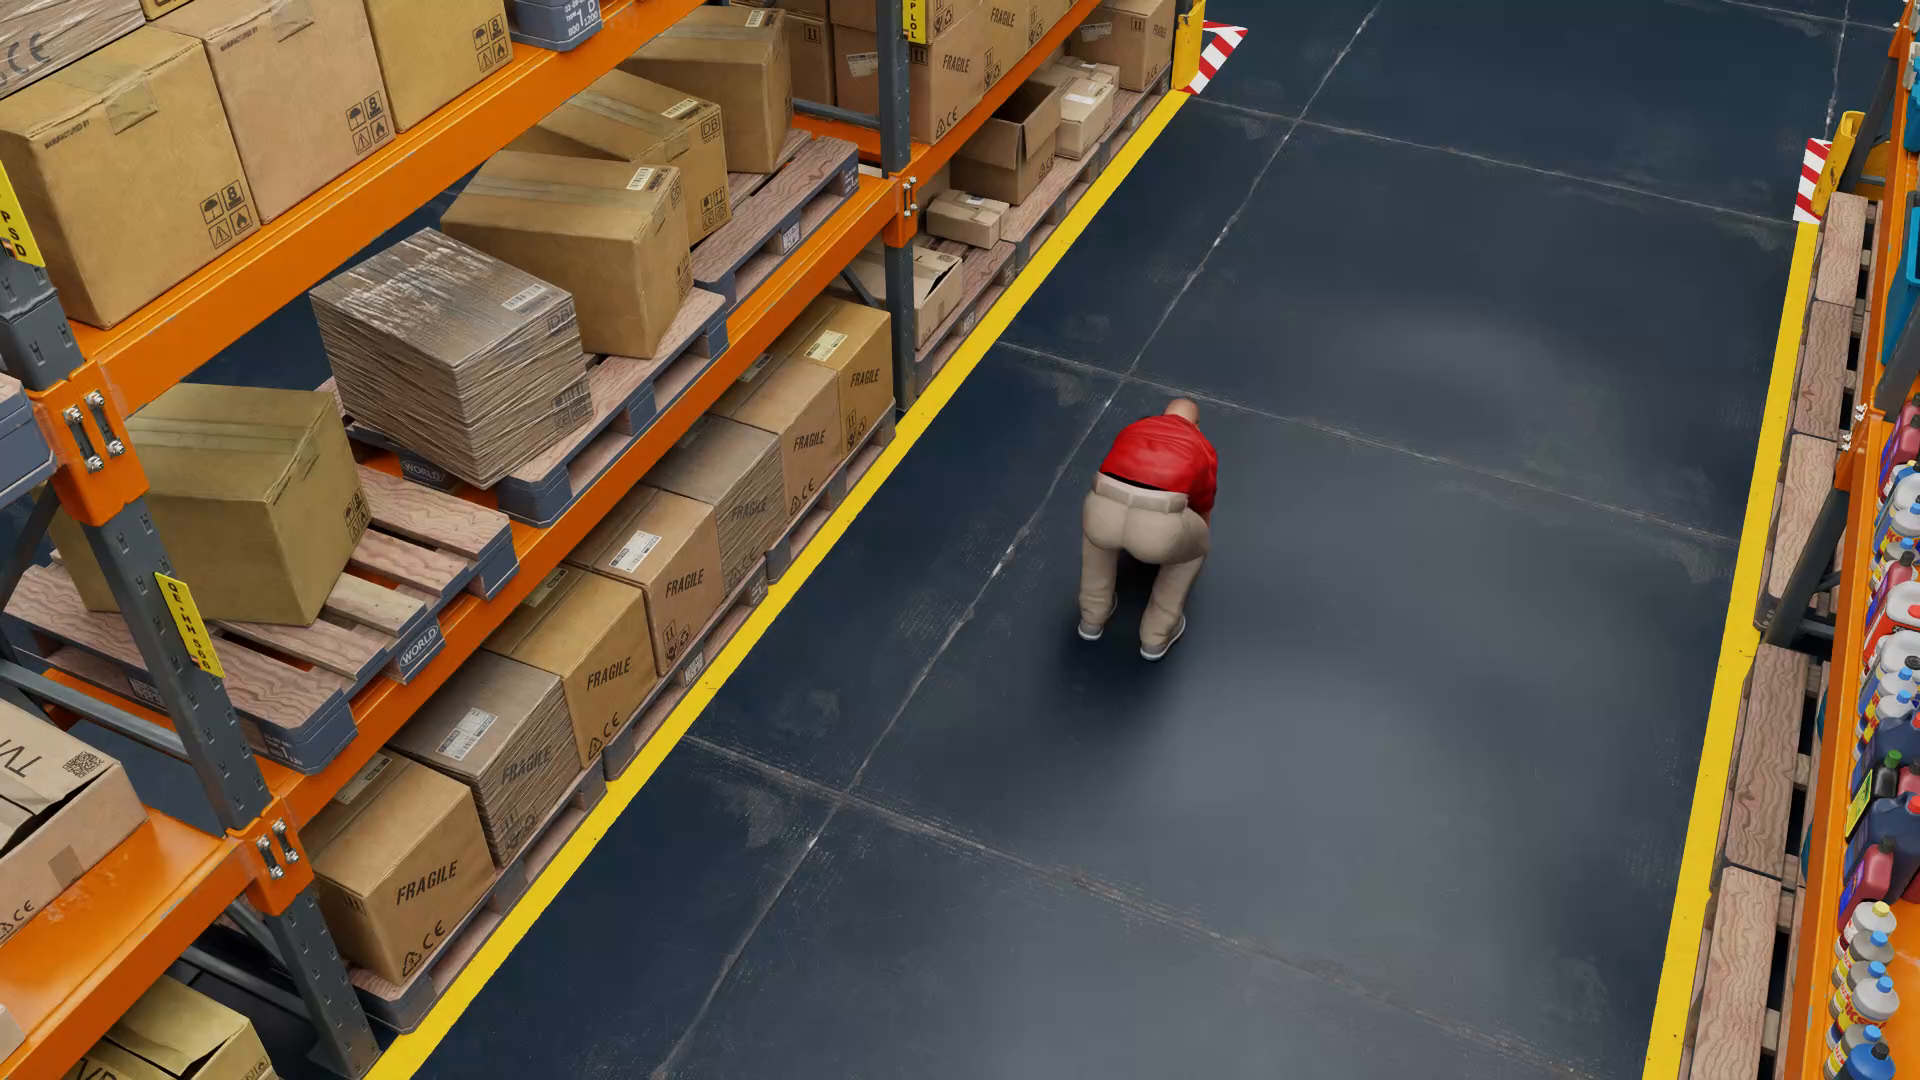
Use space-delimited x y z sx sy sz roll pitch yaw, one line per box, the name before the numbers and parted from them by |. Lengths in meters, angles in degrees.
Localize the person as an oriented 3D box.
person | 0.807 -0.107 6.879 0.523 0.949 0.899 15 44 16
